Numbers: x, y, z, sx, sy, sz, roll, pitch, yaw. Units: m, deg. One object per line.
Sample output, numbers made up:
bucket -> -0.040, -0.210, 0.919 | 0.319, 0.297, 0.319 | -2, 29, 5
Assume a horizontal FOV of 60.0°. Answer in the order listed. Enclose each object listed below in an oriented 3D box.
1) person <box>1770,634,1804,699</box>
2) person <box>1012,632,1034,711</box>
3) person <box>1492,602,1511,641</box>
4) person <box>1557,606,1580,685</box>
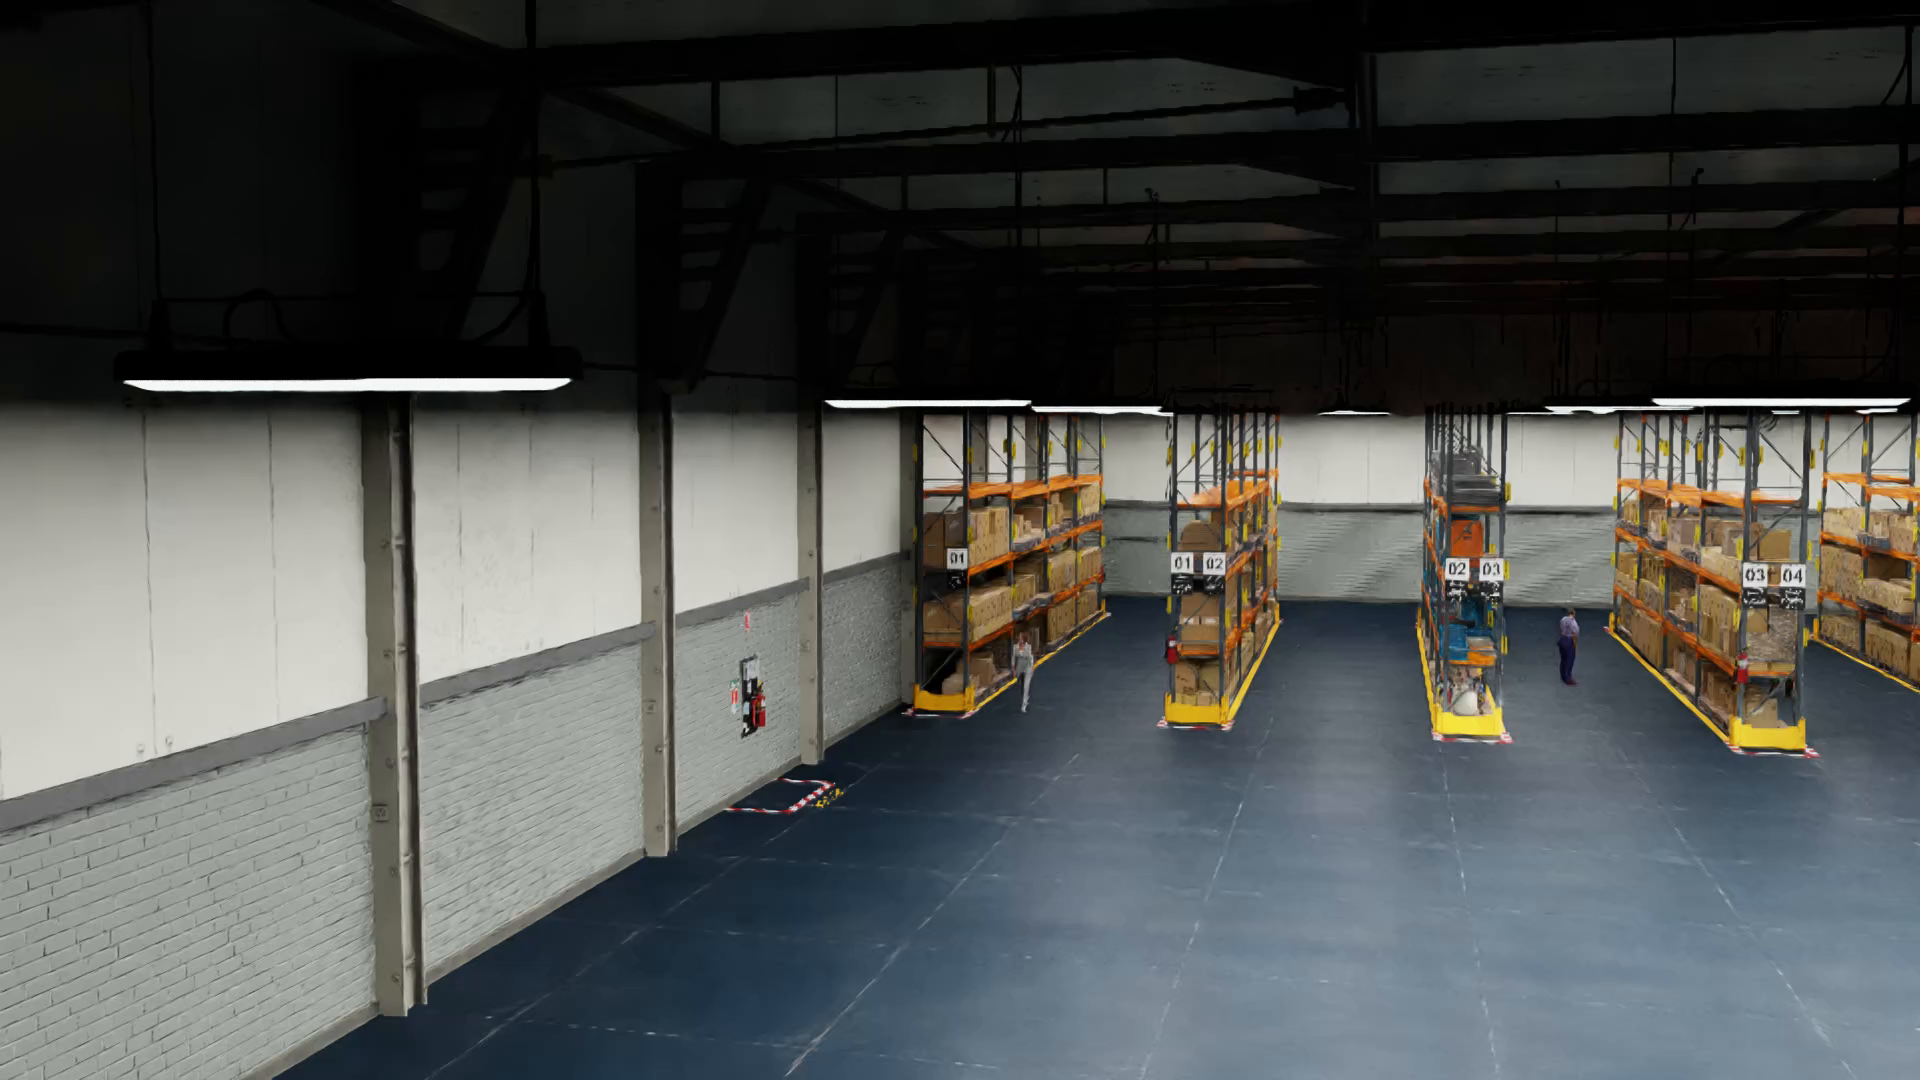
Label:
person -> 16.771, 2.368, 33.758 | 0.677, 1.742, 0.552 | 1, 4, 12
person -> 1.218, 2.548, 32.524 | 0.417, 1.517, 1.036 | 1, 4, 17
person -> 13.546, 1.737, 42.322 | 0.699, 1.696, 0.801 | 0, 4, -7
person -> 13.111, 2.250, 35.720 | 0.445, 1.657, 0.578 | -1, 4, -13
